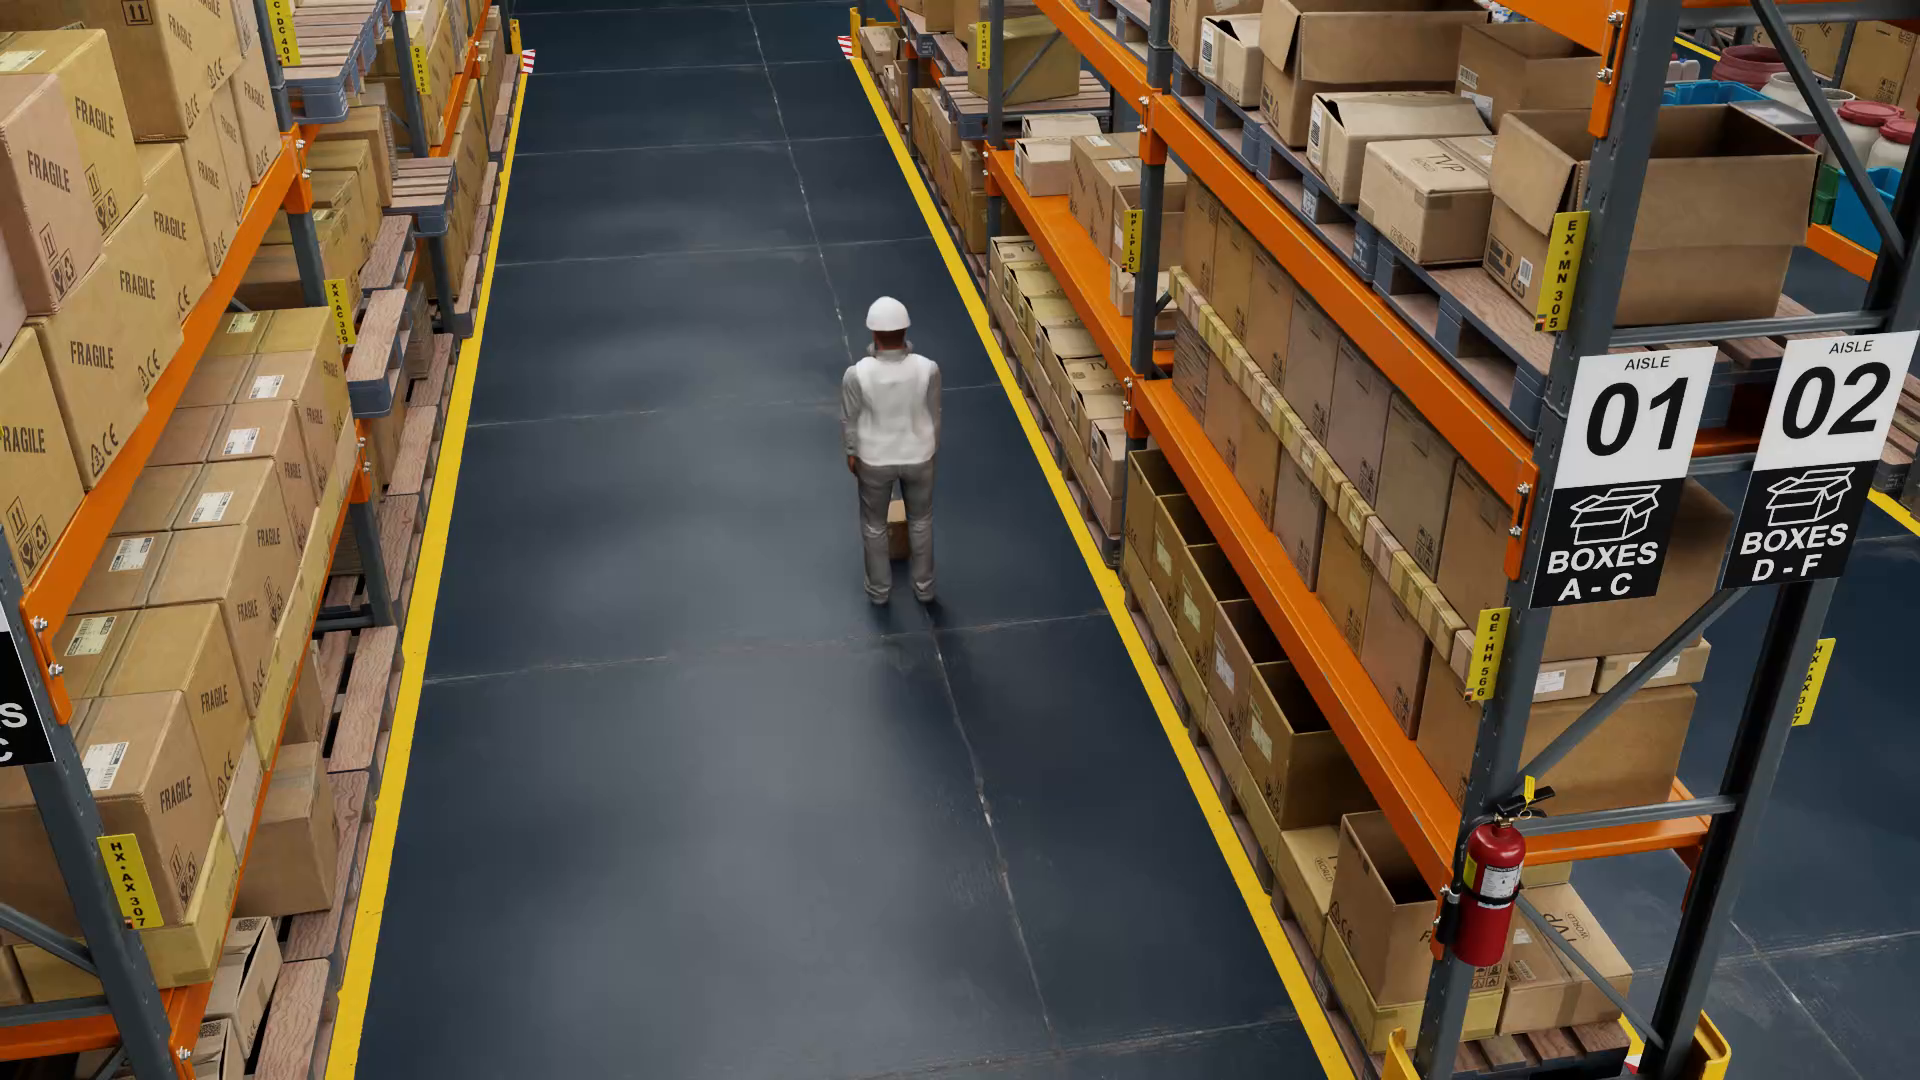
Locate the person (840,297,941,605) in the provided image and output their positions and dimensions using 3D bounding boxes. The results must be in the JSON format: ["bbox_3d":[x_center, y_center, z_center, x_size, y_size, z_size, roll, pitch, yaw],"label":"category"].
[{"bbox_3d":[-0.366,-0.461,8.910,0.535,1.764,0.363,-5,31,-8],"label":"person"}]
